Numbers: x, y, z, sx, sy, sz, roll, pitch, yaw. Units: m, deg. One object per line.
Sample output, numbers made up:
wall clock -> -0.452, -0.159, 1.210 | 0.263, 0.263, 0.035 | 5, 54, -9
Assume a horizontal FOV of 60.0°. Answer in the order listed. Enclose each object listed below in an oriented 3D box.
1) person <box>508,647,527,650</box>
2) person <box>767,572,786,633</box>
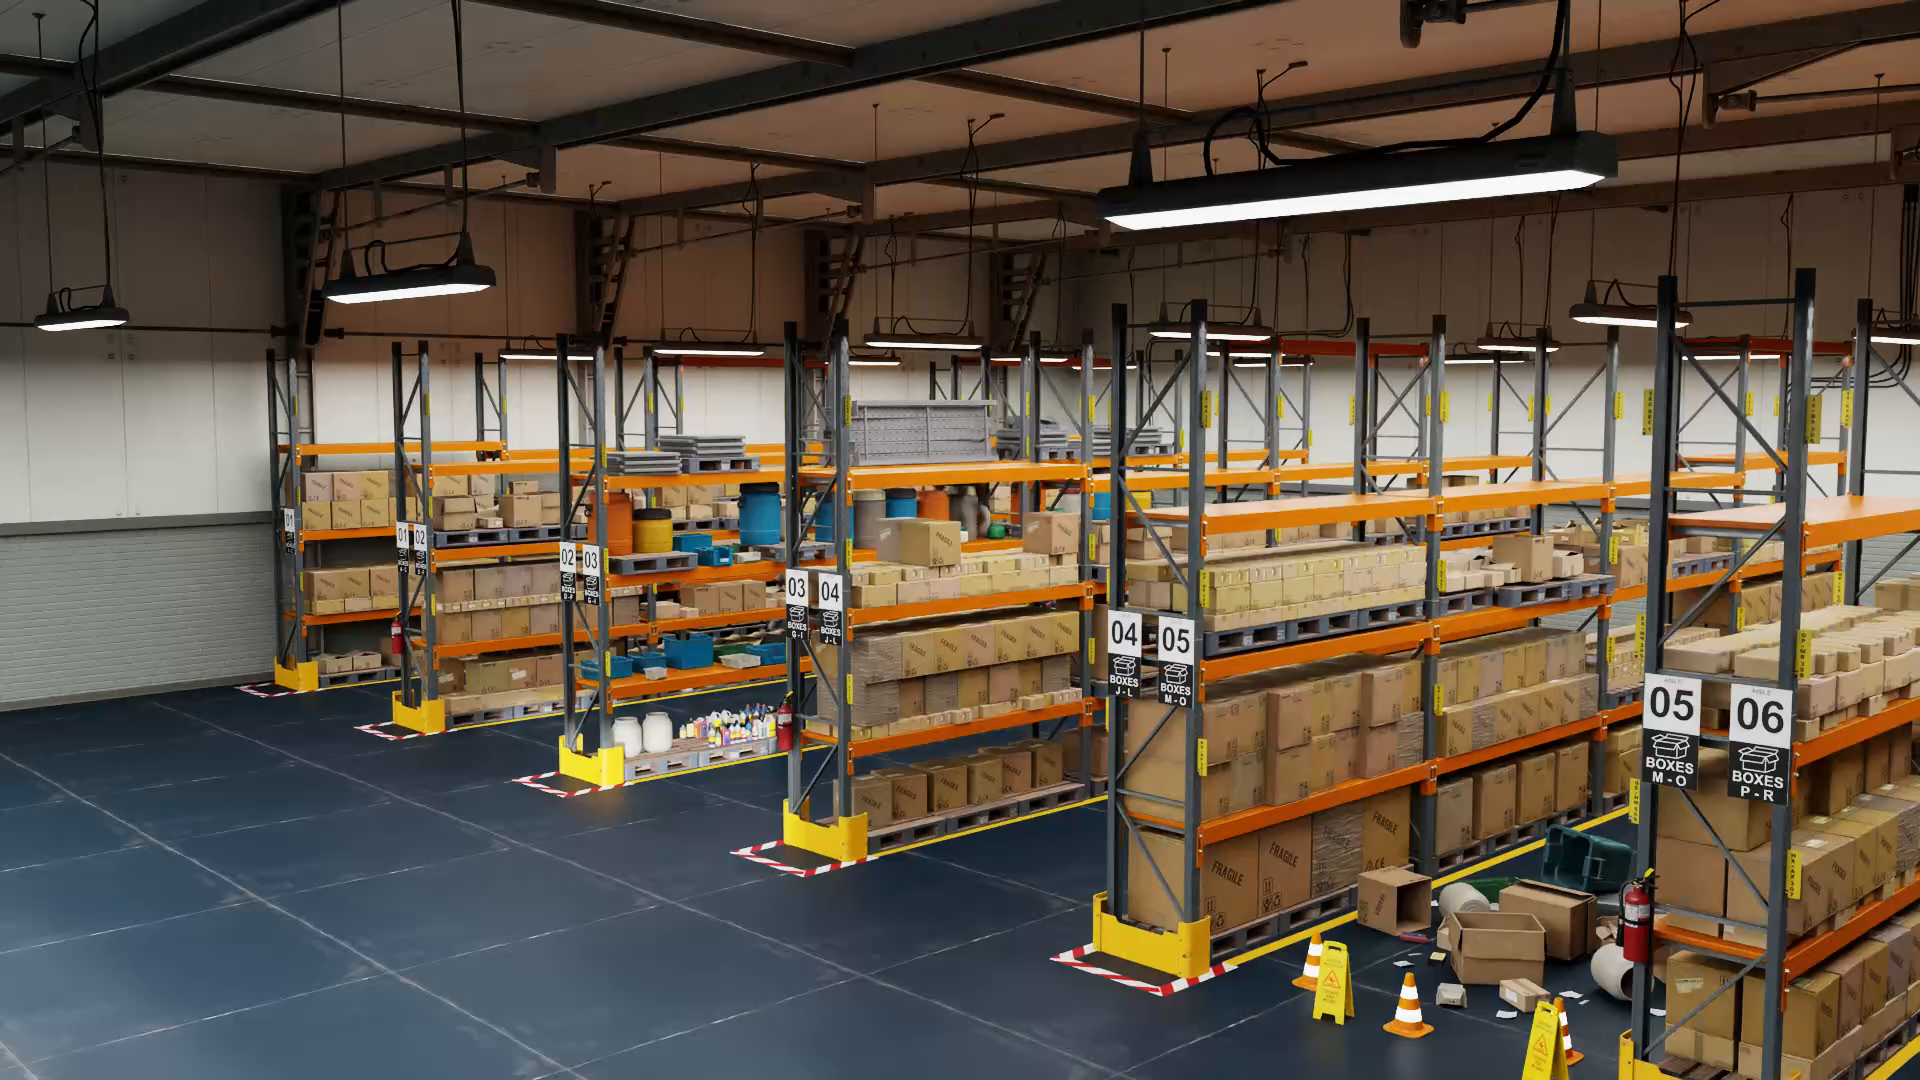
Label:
person -> -7.656, 1.842, 28.729 | 0.588, 1.742, 0.709 | 4, 6, 36
person -> -3.524, 1.482, 33.072 | 0.494, 1.708, 0.782 | 5, 7, 43
